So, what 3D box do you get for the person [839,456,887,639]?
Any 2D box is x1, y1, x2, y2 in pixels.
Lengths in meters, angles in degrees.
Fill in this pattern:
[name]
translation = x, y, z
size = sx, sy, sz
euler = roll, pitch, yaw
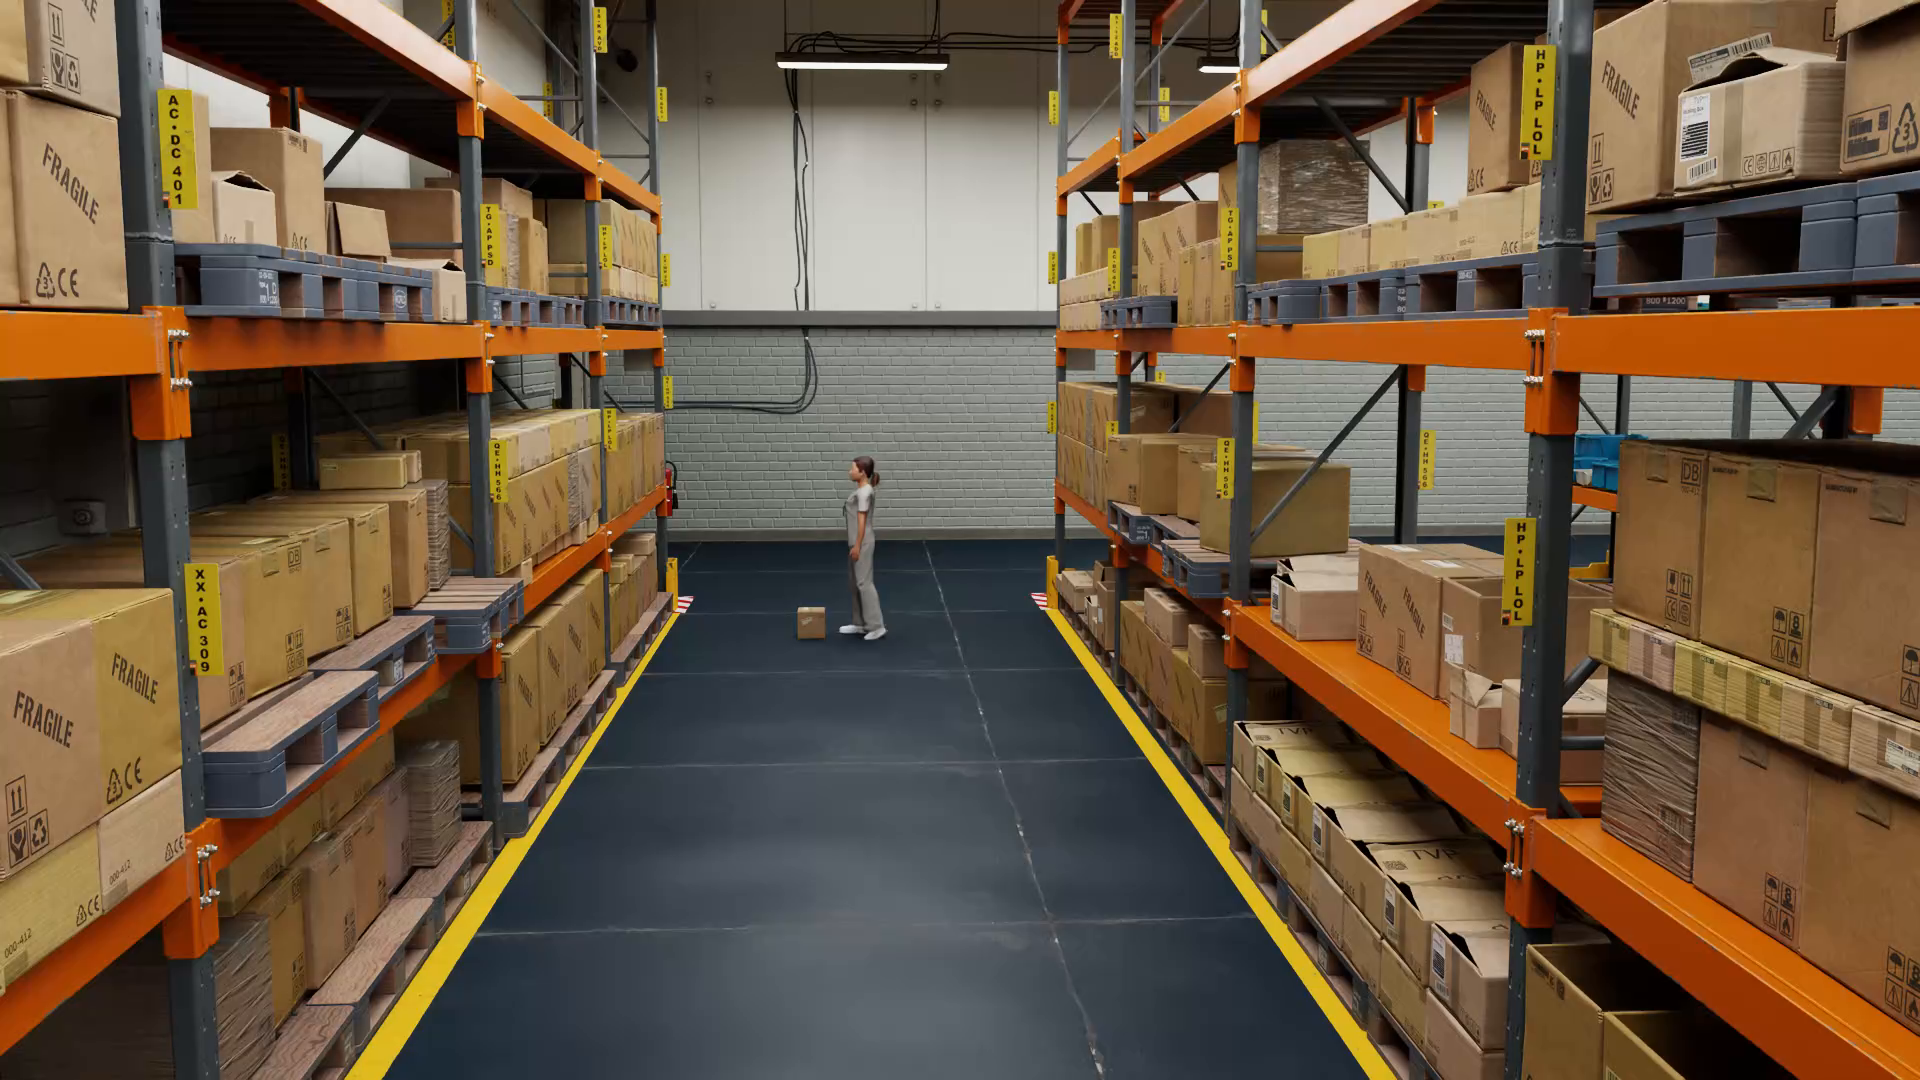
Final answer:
[person]
translation = -0.900, 0.096, 15.308
size = 0.442, 1.748, 0.443
euler = 0, 7, -2
